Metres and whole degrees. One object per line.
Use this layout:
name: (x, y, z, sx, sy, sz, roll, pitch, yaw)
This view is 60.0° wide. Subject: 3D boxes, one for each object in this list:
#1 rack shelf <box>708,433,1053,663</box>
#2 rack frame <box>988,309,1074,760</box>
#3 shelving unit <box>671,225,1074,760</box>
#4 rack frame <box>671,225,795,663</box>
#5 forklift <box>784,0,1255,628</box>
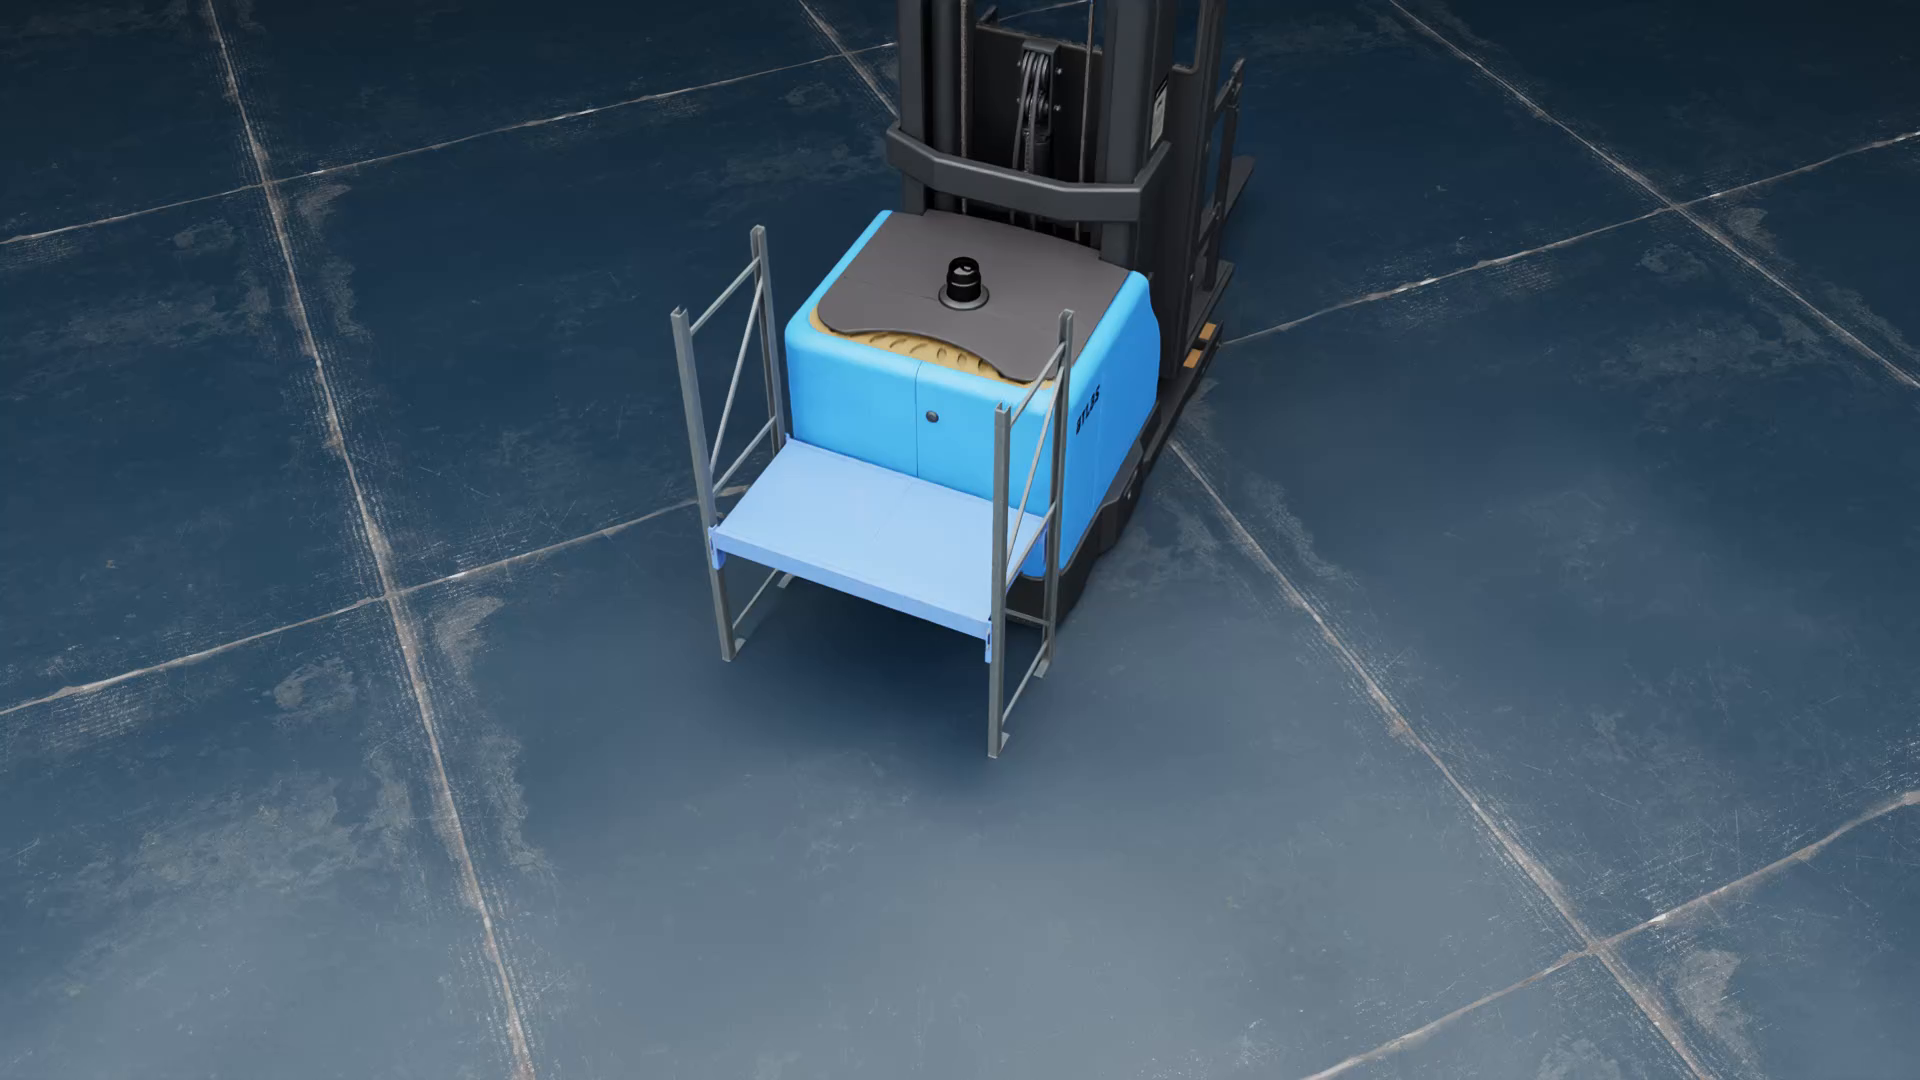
rack shelf: (-0.251, 0.009, 5.429, 1.000, 0.185, 0.538, 18, 47, 17)
rack frame: (0.211, 0.031, 5.151, 0.032, 1.500, 0.500, 18, 47, 17)
shelving unit: (-0.251, -0.119, 5.302, 1.048, 1.500, 0.538, 18, 47, 17)
rack frame: (-0.713, -0.268, 5.454, 0.032, 1.500, 0.500, 18, 47, 17)
forklift: (0.458, -1.782, 5.969, 1.130, 2.935, 3.031, 17, 47, 16)
